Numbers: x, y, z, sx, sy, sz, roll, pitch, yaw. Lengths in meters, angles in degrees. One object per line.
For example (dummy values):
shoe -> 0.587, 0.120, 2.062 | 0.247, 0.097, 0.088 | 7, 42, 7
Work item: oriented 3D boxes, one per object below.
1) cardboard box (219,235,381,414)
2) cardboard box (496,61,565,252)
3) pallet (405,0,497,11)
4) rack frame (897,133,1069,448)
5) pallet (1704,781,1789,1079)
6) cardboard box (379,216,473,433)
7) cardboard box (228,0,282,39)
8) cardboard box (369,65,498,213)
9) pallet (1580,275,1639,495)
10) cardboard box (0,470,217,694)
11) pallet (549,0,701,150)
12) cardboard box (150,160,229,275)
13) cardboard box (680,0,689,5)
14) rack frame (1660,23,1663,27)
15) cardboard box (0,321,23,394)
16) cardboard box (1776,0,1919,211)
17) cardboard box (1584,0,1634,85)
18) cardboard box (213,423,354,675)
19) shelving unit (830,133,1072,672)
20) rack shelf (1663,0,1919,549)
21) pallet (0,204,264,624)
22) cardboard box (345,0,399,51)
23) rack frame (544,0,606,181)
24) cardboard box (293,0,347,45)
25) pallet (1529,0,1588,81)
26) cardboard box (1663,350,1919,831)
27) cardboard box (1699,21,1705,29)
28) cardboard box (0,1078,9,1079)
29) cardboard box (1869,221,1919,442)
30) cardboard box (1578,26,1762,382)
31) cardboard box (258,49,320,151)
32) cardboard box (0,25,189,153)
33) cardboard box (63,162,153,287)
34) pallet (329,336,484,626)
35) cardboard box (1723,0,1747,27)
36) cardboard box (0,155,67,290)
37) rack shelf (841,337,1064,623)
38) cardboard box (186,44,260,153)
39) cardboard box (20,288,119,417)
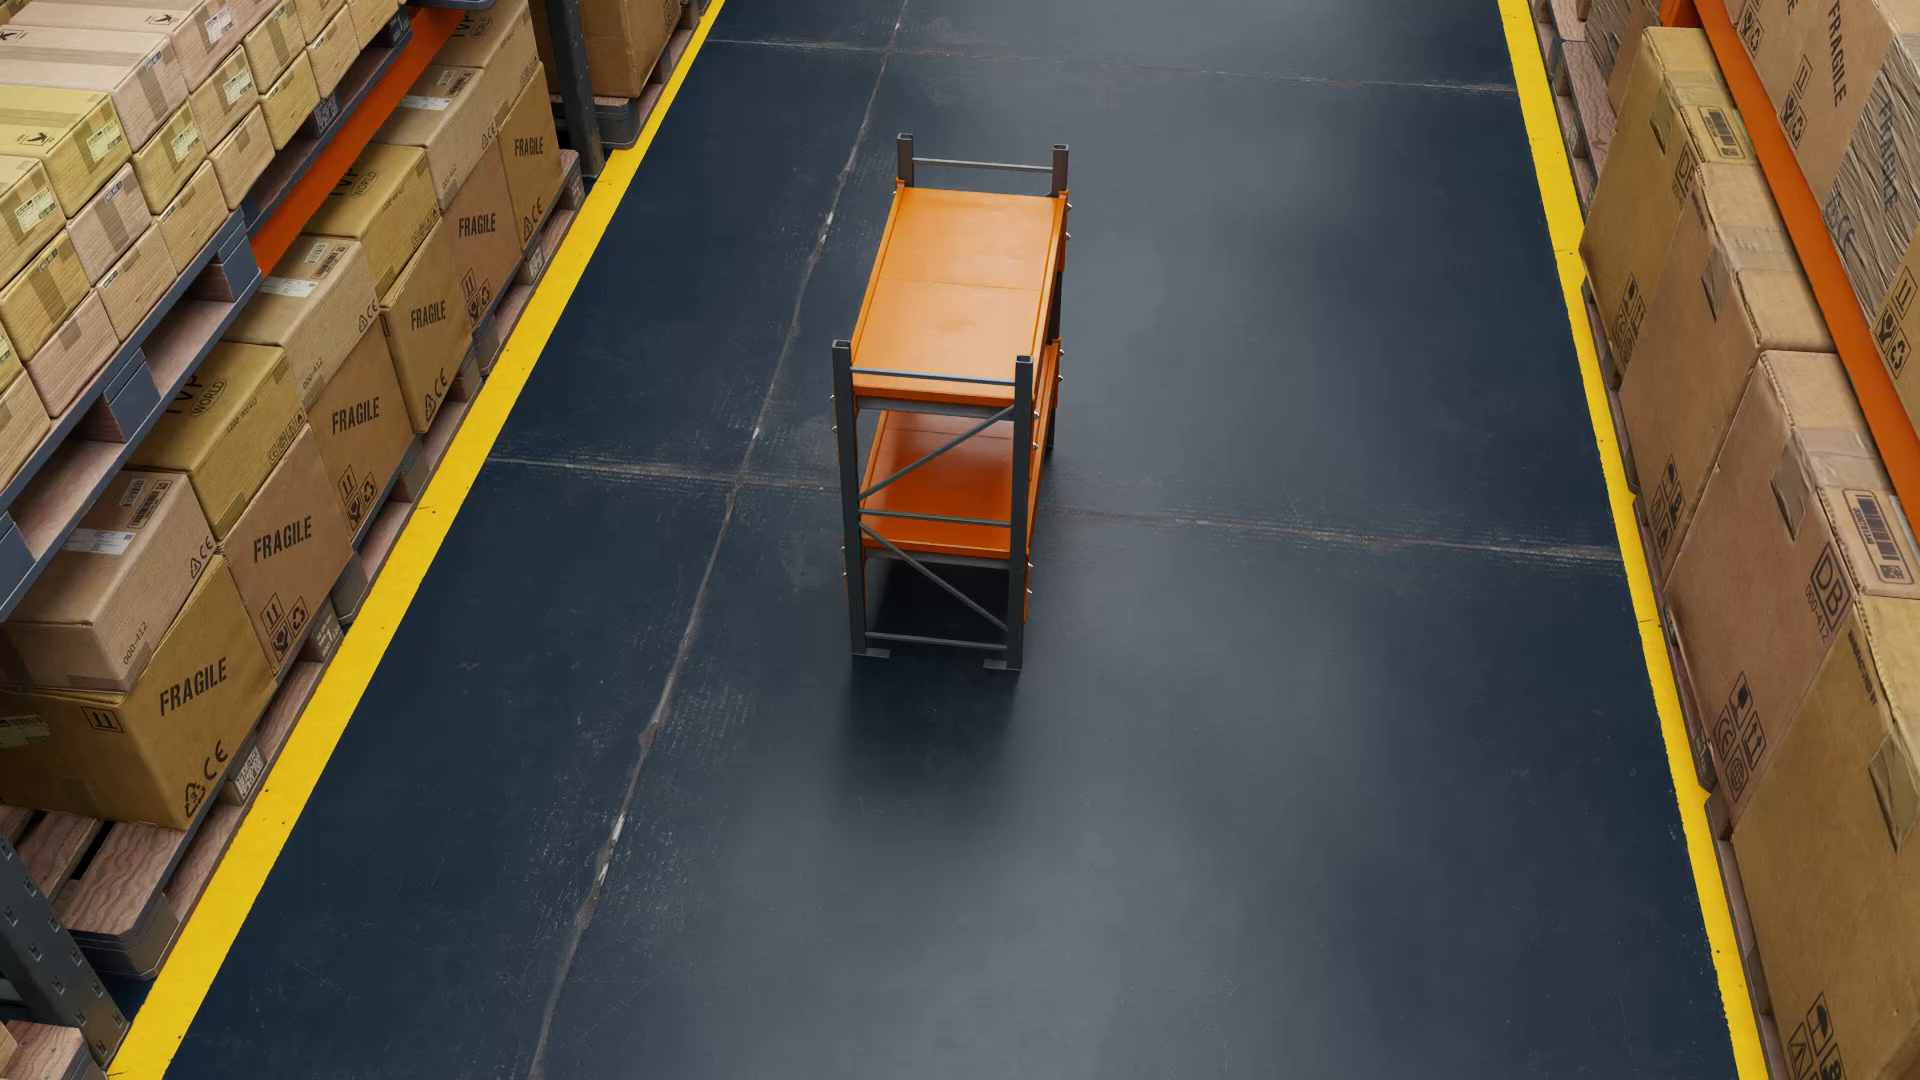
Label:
cardboard box -> -2.002, -0.627, 4.698 | 0.500, 0.250, 0.500 | 7, 44, 7
cardboard box -> -1.800, -1.419, 6.079 | 0.500, 0.500, 0.500 | 5, 44, 5
pallet -> -1.961, -2.081, 5.406 | 1.213, 0.211, 1.003 | 5, 44, 6
rack frame -> 0.066, -0.750, 5.224 | 0.500, 1.125, 0.032 | 5, 44, 6
pallet -> 2.430, 1.080, 3.956 | 1.003, 0.211, 1.213 | 5, 44, 6
cardboard box -> -1.926, -0.703, 5.324 | 0.500, 0.500, 0.500 | 3, 44, 4
cardboard box -> -1.823, -1.305, 3.891 | 0.380, 0.149, 0.250 | 7, 44, 7
cardboard box -> -1.859, -1.328, 5.438 | 0.500, 0.250, 0.500 | 6, 44, 6
pallet -> 2.752, -0.583, 5.712 | 1.003, 0.211, 1.213 | 5, 44, 6
cardboard box -> -2.141, 0.083, 3.948 | 0.500, 0.250, 0.500 | 3, 44, 4
pallet -> -1.793, -2.164, 7.382 | 1.003, 0.211, 1.213 | 5, 44, 6
cardboard box -> -1.891, -0.738, 3.725 | 0.380, 0.149, 0.250 | 6, 44, 6
cardboard box -> -1.690, -2.985, 7.551 | 1.050, 0.750, 0.750 | 6, 44, 6
rack frame -> 2.931, -2.126, 5.314 | 1.000, 3.000, 0.127 | 5, 44, 6
cardboard box -> -1.993, -0.316, 3.063 | 0.380, 0.149, 0.250 | 6, 44, 6
cardboard box -> 2.467, -1.155, 4.215 | 0.500, 0.500, 0.500 | 5, 44, 5
cardboard box -> 3.060, -2.216, 6.907 | 0.700, 0.500, 0.500 | 2, 43, 2
cardboard box -> -2.072, -0.005, 4.586 | 0.500, 0.500, 0.500 | 7, 44, 7
shelving unit -> -0.001, -0.404, 4.858 | 0.538, 1.125, 1.048 | 5, 44, 6
rack shelf -> 2.667, -0.502, 4.122 | 1.077, 0.370, 4.000 | 5, 44, 6
pallet -> -2.256, -0.358, 3.586 | 1.003, 0.211, 1.213 | 5, 44, 6
cardboard box -> -1.756, -1.456, 4.483 | 0.380, 0.149, 0.250 | 6, 44, 7
rack frame -> -1.972, -2.646, 5.863 | 1.000, 3.000, 0.127 | 5, 44, 6
cardboard box -> -1.788, -1.382, 4.189 | 0.380, 0.149, 0.250 | 4, 44, 5
pallet -> 3.200, -2.475, 7.711 | 1.003, 0.211, 1.213 | 5, 44, 6
cardboard box -> 2.584, 0.172, 4.127 | 1.225, 0.875, 0.875 | 4, 44, 4
cardboard box -> 2.990, -2.110, 6.249 | 0.500, 0.250, 0.500 | 7, 44, 7
cardboard box -> -2.215, 1.261, 3.505 | 0.380, 0.149, 0.250 | 6, 44, 6
cardboard box -> 2.328, -0.473, 3.496 | 0.500, 0.500, 0.500 | 5, 44, 5
cardboard box -> 2.819, -1.039, 5.405 | 1.225, 0.875, 0.875 | 3, 44, 4
cardboard box -> -1.826, -1.098, 4.106 | 0.380, 0.149, 0.250 | 5, 44, 5
cardboard box -> -1.890, -0.959, 3.526 | 0.380, 0.149, 0.250 | 5, 44, 5
cardboard box -> -1.927, -0.669, 3.435 | 0.380, 0.149, 0.250 | 6, 44, 7
pallet -> -2.241, -0.272, 5.384 | 1.003, 0.211, 1.213 | 5, 44, 6
cardboard box -> 2.597, -1.856, 4.956 | 0.500, 0.500, 0.500 | 6, 44, 7
cardboard box -> -1.962, -0.615, 3.162 | 0.380, 0.149, 0.250 | 6, 44, 7
rack shelf -> -0.001, -0.226, 5.027 | 0.538, 0.278, 1.000 | 5, 44, 6
cardboard box -> -1.860, -1.030, 3.817 | 0.380, 0.149, 0.250 | 7, 44, 7
cardboard box -> -1.962, -0.397, 3.365 | 0.380, 0.149, 0.250 | 6, 44, 6
